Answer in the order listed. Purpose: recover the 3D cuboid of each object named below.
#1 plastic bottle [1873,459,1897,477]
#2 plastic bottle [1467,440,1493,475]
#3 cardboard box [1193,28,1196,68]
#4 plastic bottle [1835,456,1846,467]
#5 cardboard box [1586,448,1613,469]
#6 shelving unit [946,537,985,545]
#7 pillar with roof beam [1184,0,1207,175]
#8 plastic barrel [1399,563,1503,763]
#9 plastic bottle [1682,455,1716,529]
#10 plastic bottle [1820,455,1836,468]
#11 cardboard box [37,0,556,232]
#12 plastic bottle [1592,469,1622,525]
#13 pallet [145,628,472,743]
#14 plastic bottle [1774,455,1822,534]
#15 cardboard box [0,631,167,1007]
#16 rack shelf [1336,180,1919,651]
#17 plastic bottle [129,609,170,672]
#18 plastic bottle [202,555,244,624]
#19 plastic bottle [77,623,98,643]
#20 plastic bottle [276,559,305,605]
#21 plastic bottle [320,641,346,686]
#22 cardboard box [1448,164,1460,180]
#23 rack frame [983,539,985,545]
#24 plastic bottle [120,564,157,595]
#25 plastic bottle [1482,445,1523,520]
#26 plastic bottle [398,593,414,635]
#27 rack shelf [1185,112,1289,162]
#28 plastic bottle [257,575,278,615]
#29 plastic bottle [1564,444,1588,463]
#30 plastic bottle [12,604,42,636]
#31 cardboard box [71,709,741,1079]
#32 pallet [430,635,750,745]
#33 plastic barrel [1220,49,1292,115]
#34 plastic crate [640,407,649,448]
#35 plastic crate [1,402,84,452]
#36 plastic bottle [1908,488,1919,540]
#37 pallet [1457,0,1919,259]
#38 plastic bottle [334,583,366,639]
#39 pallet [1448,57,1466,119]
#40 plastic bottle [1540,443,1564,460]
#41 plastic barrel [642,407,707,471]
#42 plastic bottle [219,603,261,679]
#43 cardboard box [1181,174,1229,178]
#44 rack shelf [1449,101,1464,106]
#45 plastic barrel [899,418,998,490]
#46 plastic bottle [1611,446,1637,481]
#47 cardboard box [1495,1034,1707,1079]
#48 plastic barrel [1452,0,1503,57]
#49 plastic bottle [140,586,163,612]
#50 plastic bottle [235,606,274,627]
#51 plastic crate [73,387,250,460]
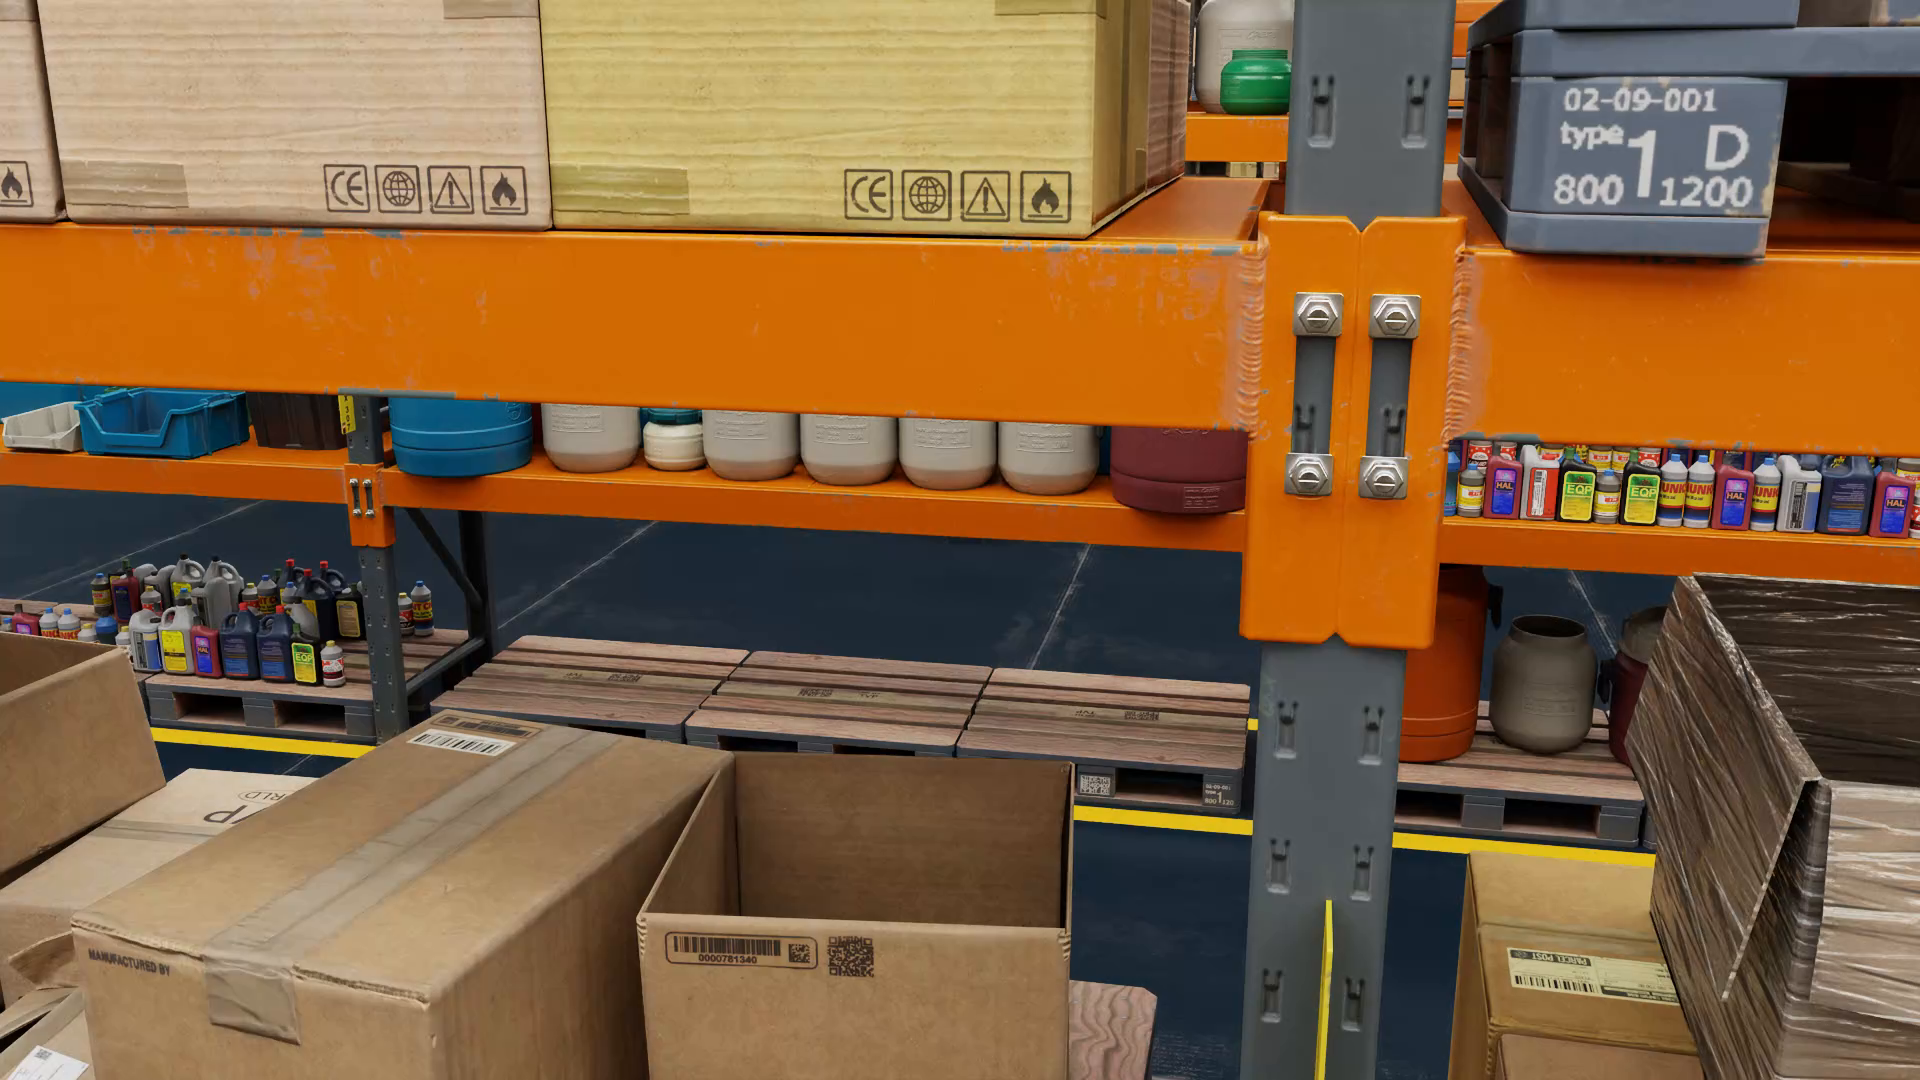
[{"bbox_3d":[3.439,-0.166,6.214,0.097,0.271,0.097,0,15,0],"label":"plastic bottle"},{"bbox_3d":[2.236,-0.388,7.146,0.097,0.201,0.097,0,15,0],"label":"plastic bottle"},{"bbox_3d":[1.436,-3.321,11.236,0.500,0.250,0.500,4,16,13],"label":"cardboard box"},{"bbox_3d":[3.623,-0.346,6.865,0.097,0.271,0.097,0,15,0],"label":"plastic bottle"},{"bbox_3d":[4.316,-0.540,11.181,0.500,0.500,0.500,3,16,9],"label":"cardboard box"},{"bbox_3d":[0.052,-0.503,10.842,0.252,1.050,0.215,3,16,11],"label":"shelving unit"},{"bbox_3d":[1.434,-5.069,12.434,0.400,9.000,9.100,3,16,11],"label":"pillar with roof beam"},{"bbox_3d":[1.902,0.448,7.033,0.708,0.830,0.600,3,16,11],"label":"plastic barrel"},{"bbox_3d":[2.792,-0.185,6.281,0.097,0.271,0.097,0,15,0],"label":"plastic bottle"},{"bbox_3d":[3.498,-0.314,6.747,0.097,0.271,0.097,0,15,0],"label":"plastic bottle"},{"bbox_3d":[-0.572,-0.478,1.762,0.500,0.250,0.500,3,16,11],"label":"cardboard box"},{"bbox_3d":[2.471,-0.168,6.353,0.097,0.201,0.097,0,15,0],"label":"plastic bottle"},{"bbox_3d":[-3.151,0.668,8.186,1.213,0.211,1.003,3,16,11],"label":"pallet"},{"bbox_3d":[3.137,-0.176,6.239,0.135,0.276,0.152,3,16,11],"label":"plastic bottle"},{"bbox_3d":[-1.771,0.482,2.653,0.637,0.503,0.797,5,16,17],"label":"cardboard box"},{"bbox_3d":[2.392,-0.114,1.512,4.000,0.370,1.077,3,16,11],"label":"rack shelf"},{"bbox_3d":[-3.853,0.475,7.936,0.135,0.276,0.152,3,16,12],"label":"plastic bottle"},{"bbox_3d":[-3.811,0.251,8.605,0.185,0.351,0.144,3,16,11],"label":"plastic bottle"},{"bbox_3d":[-4.175,0.501,7.982,0.097,0.201,0.097,0,15,0],"label":"plastic bottle"},{"bbox_3d":[-3.394,0.273,8.524,0.185,0.351,0.144,2,16,9],"label":"plastic bottle"},{"bbox_3d":[-2.919,0.569,7.736,0.097,0.201,0.097,0,15,0],"label":"plastic bottle"},{"bbox_3d":[4.804,-3.425,15.552,0.500,0.250,0.500,3,16,11],"label":"cardboard box"},{"bbox_3d":[0.172,-0.497,10.818,0.008,1.050,0.200,3,16,11],"label":"rack frame"},{"bbox_3d":[-4.292,0.262,8.706,0.135,0.276,0.152,3,16,12],"label":"plastic bottle"},{"bbox_3d":[2.091,-0.224,6.399,0.133,0.283,0.061,3,16,11],"label":"plastic bottle"},{"bbox_3d":[-2.826,0.370,8.455,0.097,0.201,0.097,0,15,0],"label":"plastic bottle"},{"bbox_3d":[-0.541,-1.622,6.957,4.000,0.370,1.077,3,16,11],"label":"rack shelf"},{"bbox_3d":[-3.546,0.314,8.527,0.097,0.271,0.097,0,15,0],"label":"plastic bottle"},{"bbox_3d":[2.617,-0.401,7.062,0.097,0.271,0.097,0,15,0],"label":"plastic bottle"},{"bbox_3d":[-4.488,0.449,8.015,0.133,0.283,0.061,3,16,12],"label":"plastic bottle"},{"bbox_3d":[-0.672,0.607,2.209,0.500,0.500,0.700,6,16,19],"label":"cardboard box"},{"bbox_3d":[-1.724,0.746,7.904,1.213,0.211,1.003,3,16,11],"label":"pallet"},{"bbox_3d":[1.167,-1.787,6.497,0.294,0.245,0.294,0,15,0],"label":"plastic barrel"},{"bbox_3d":[-1.358,-0.645,7.730,0.575,0.384,0.392,3,16,11],"label":"plastic crate"},{"bbox_3d":[-4.143,-0.523,7.754,0.437,0.136,0.530,3,16,11],"label":"plastic crate"},{"bbox_3d":[3.557,-0.109,6.140,0.097,0.201,0.097,0,15,0],"label":"plastic bottle"},{"bbox_3d":[1.073,-0.455,1.751,1.003,0.211,1.213,4,16,14],"label":"pallet"},{"bbox_3d":[-3.069,0.354,8.360,0.133,0.283,0.061,3,16,11],"label":"plastic bottle"},{"bbox_3d":[2.149,-1.705,6.263,1.213,0.211,1.003,3,16,11],"label":"pallet"},{"bbox_3d":[2.522,-0.372,7.090,0.097,0.201,0.097,0,15,0],"label":"plastic bottle"},{"bbox_3d":[-1.235,-0.452,7.265,0.301,0.262,0.301,0,15,0],"label":"plastic barrel"},{"bbox_3d":[-3.378,0.466,7.829,0.185,0.351,0.144,2,16,8],"label":"plastic bottle"},{"bbox_3d":[2.377,-3.314,16.324,0.500,0.500,0.700,2,16,6],"label":"cardboard box"},{"bbox_3d":[4.369,-2.705,10.866,4.000,0.370,1.077,3,16,11],"label":"rack shelf"},{"bbox_3d":[-0.045,-0.492,6.939,0.421,0.512,0.421,0,15,0],"label":"plastic barrel"},{"bbox_3d":[2.808,-0.357,7.033,0.097,0.201,0.097,0,15,0],"label":"plastic bottle"},{"bbox_3d":[0.854,0.928,1.836,0.500,0.500,0.500,4,16,13],"label":"cardboard box"},{"bbox_3d":[1.974,-2.241,6.252,0.708,0.830,0.600,3,16,11],"label":"plastic barrel"},{"bbox_3d":[-4.163,0.339,8.568,0.097,0.201,0.097,0,15,0],"label":"plastic bottle"},{"bbox_3d":[-3.373,0.462,7.984,0.135,0.276,0.152,3,16,11],"label":"plastic bottle"},{"bbox_3d":[-3.640,-0.546,7.622,0.616,0.251,0.499,3,16,11],"label":"plastic crate"}]
